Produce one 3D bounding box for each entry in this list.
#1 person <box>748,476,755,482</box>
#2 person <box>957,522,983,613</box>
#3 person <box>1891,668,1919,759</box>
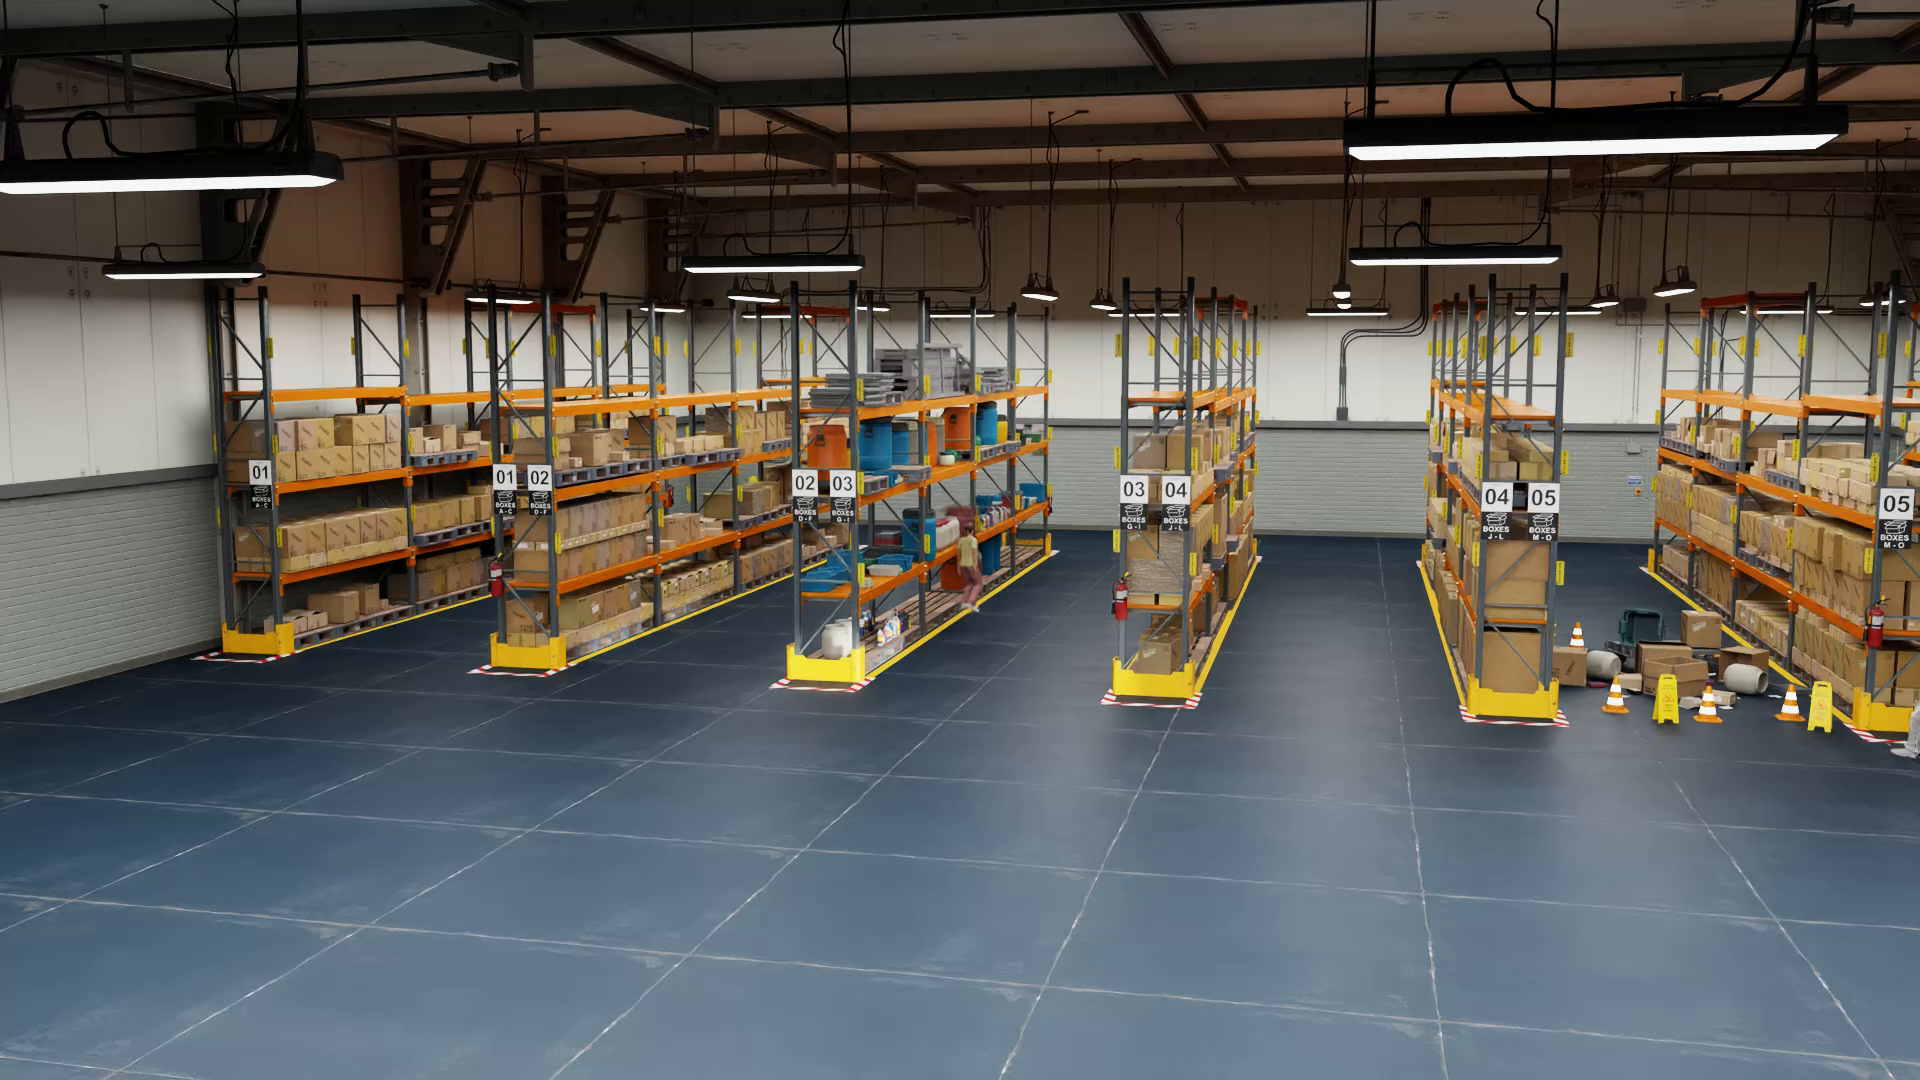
[{"bbox_3d":[-5.318,-0.736,42.339,0.486,1.768,0.610,-3,7,-25],"label":"person"},{"bbox_3d":[0.147,0.503,30.345,0.489,1.639,0.462,4,8,32],"label":"person"},{"bbox_3d":[11.941,1.812,20.290,0.999,1.739,0.543,2,7,15],"label":"person"}]
